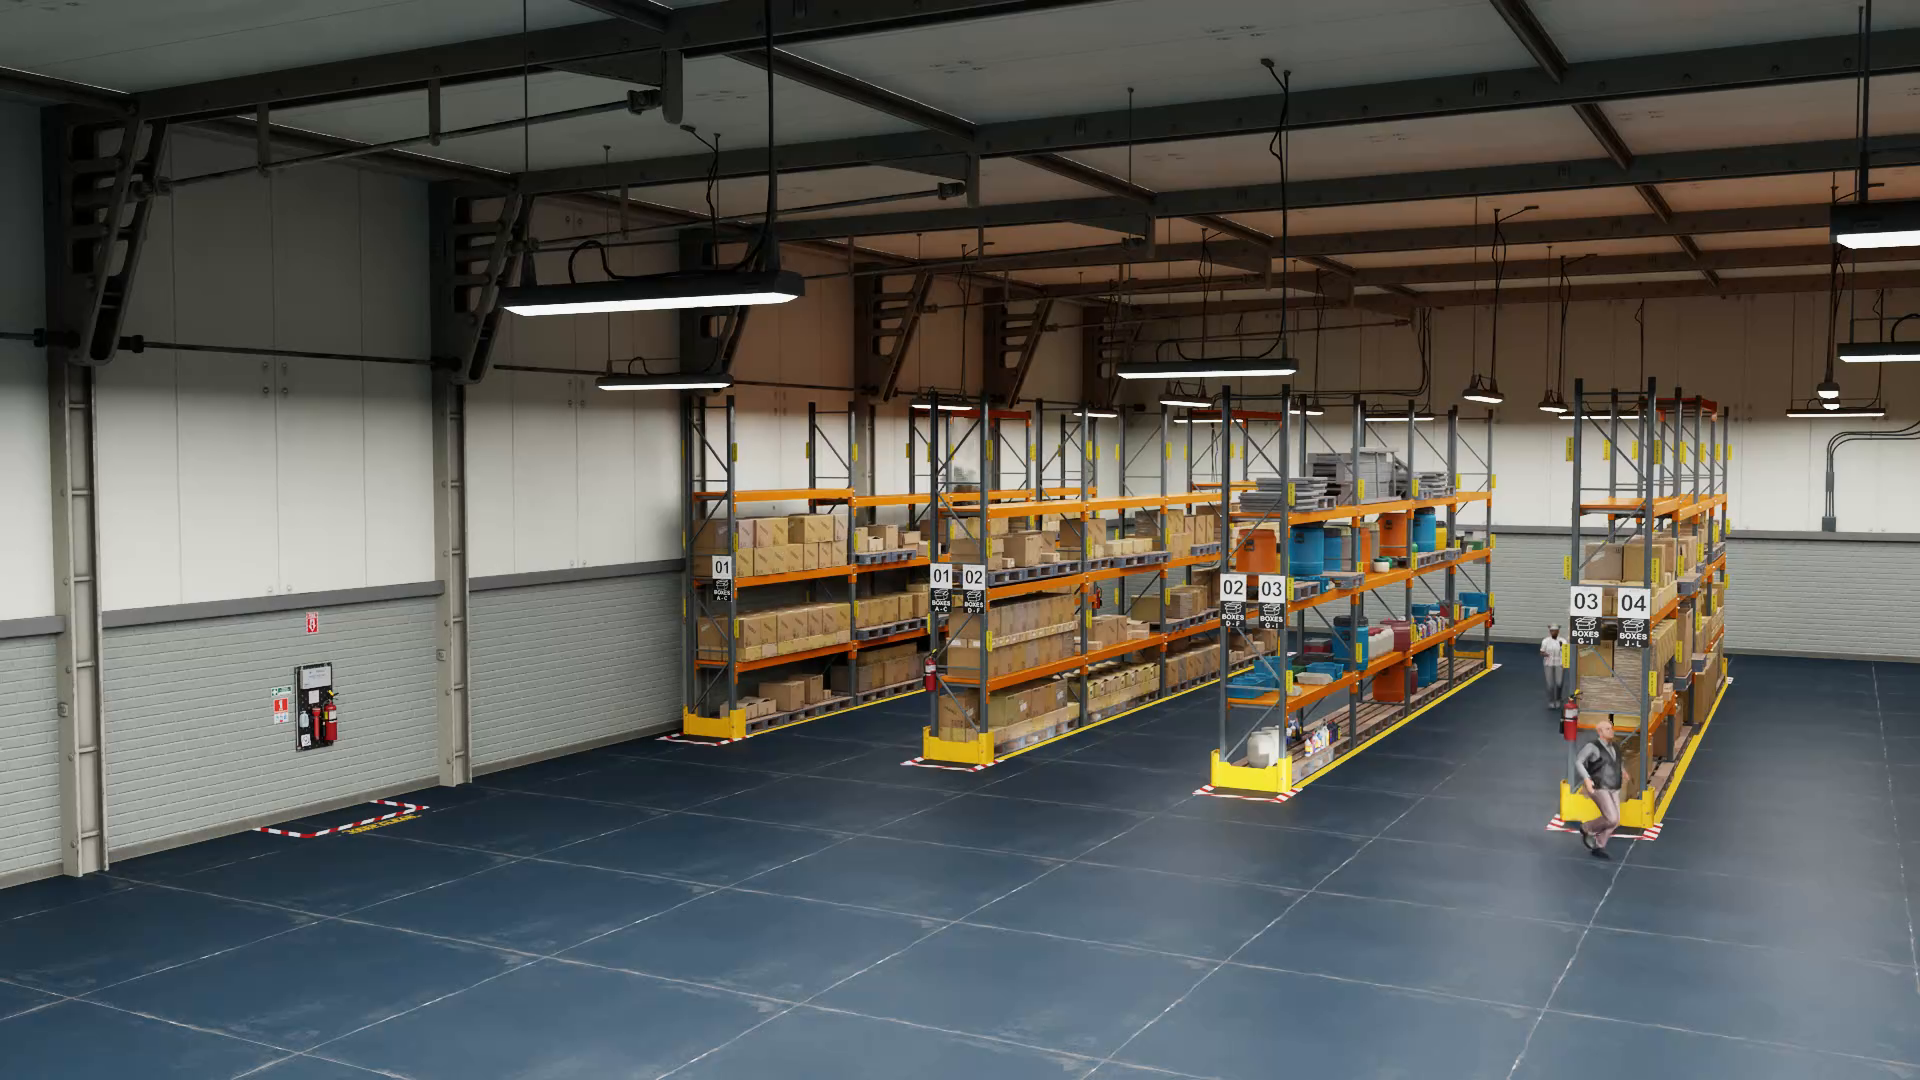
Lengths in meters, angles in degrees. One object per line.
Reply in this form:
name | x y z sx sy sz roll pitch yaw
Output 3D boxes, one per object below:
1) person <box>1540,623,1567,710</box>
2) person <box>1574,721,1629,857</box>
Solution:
person | 11.565 2.462 32.335 0.560 1.685 0.605 1 3 21
person | 7.982 3.083 20.524 0.652 1.683 0.569 -1 3 -25
